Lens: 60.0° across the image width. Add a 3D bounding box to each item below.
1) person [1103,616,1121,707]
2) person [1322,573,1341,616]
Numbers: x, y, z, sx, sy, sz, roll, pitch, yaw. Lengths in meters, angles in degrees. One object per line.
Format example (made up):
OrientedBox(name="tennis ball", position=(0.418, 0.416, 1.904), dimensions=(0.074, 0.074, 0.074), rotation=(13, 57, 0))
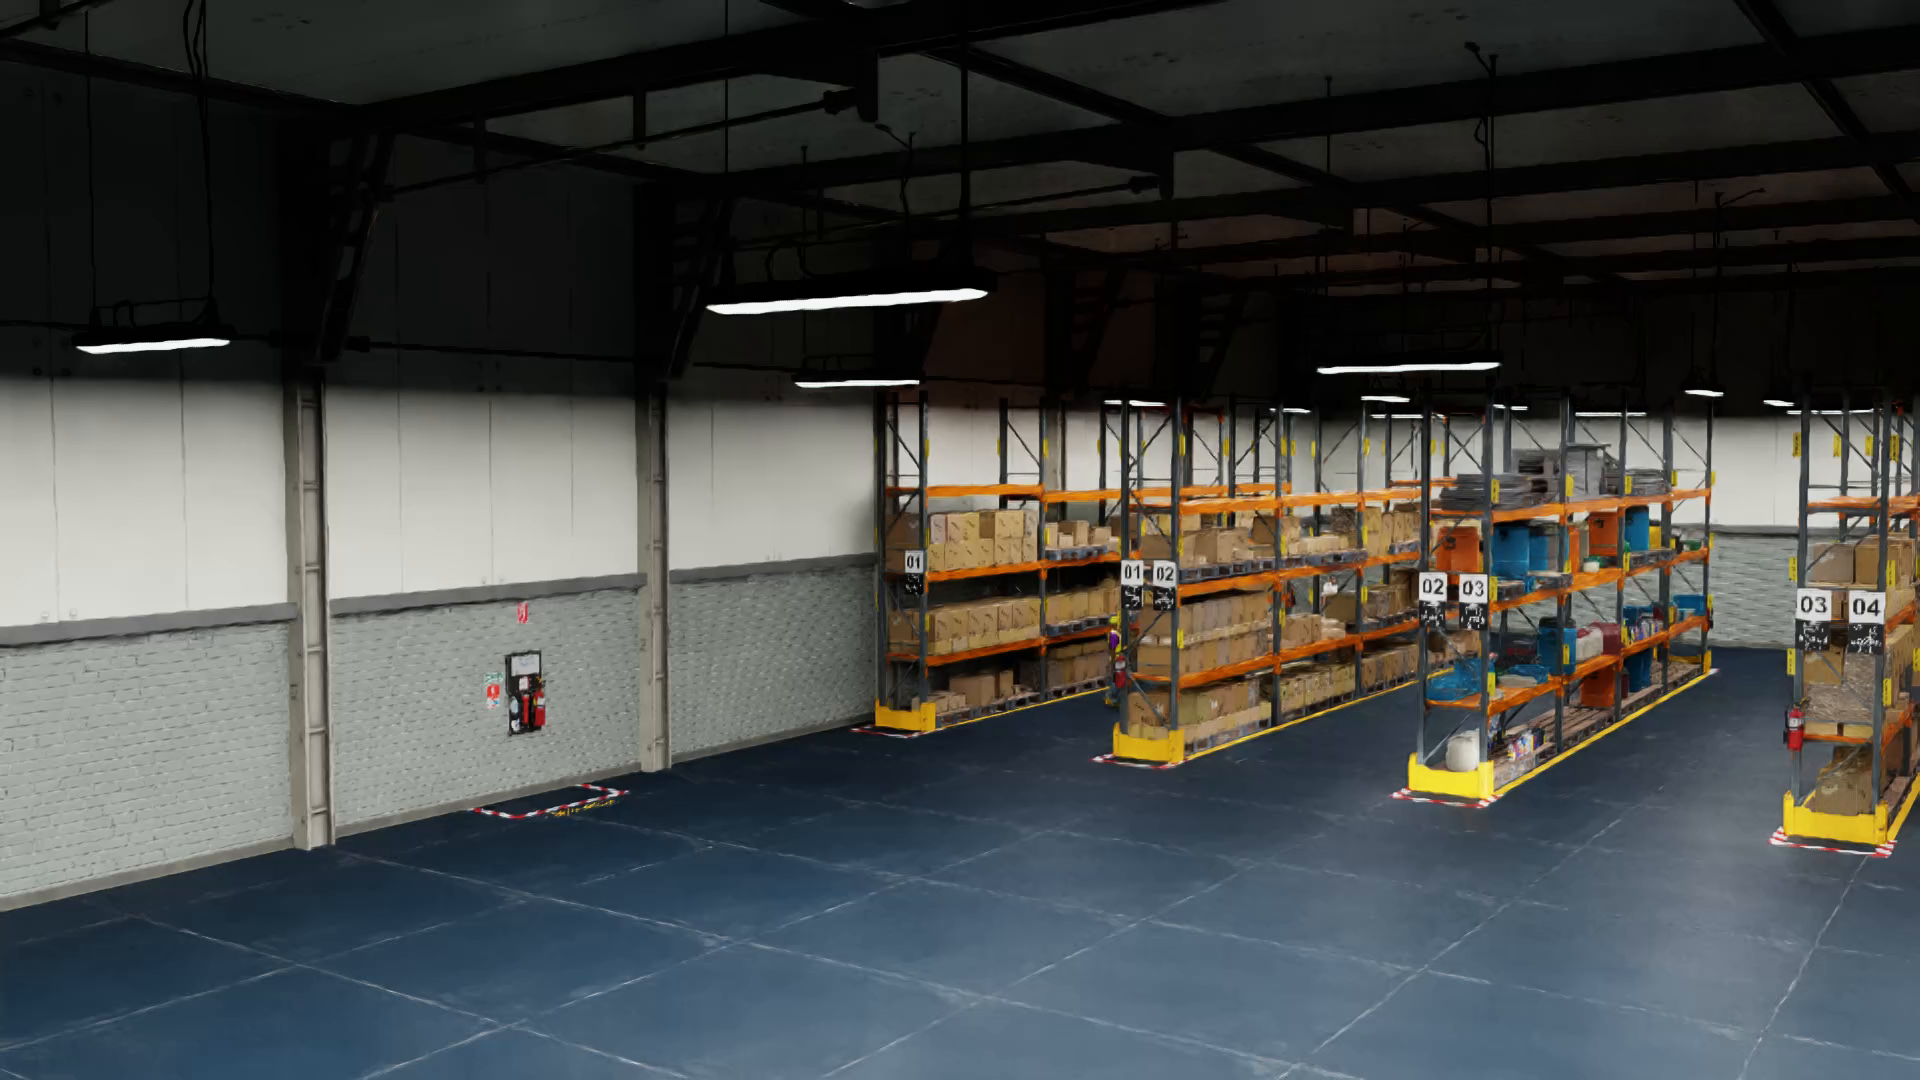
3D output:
OrientedBox(name="person", position=(2.992, 2.346, 32.029), dimensions=(0.456, 1.753, 0.610), rotation=(0, 3, 7))
OrientedBox(name="person", position=(9.543, 1.732, 43.099), dimensions=(0.714, 1.737, 0.509), rotation=(-2, 4, -30))
